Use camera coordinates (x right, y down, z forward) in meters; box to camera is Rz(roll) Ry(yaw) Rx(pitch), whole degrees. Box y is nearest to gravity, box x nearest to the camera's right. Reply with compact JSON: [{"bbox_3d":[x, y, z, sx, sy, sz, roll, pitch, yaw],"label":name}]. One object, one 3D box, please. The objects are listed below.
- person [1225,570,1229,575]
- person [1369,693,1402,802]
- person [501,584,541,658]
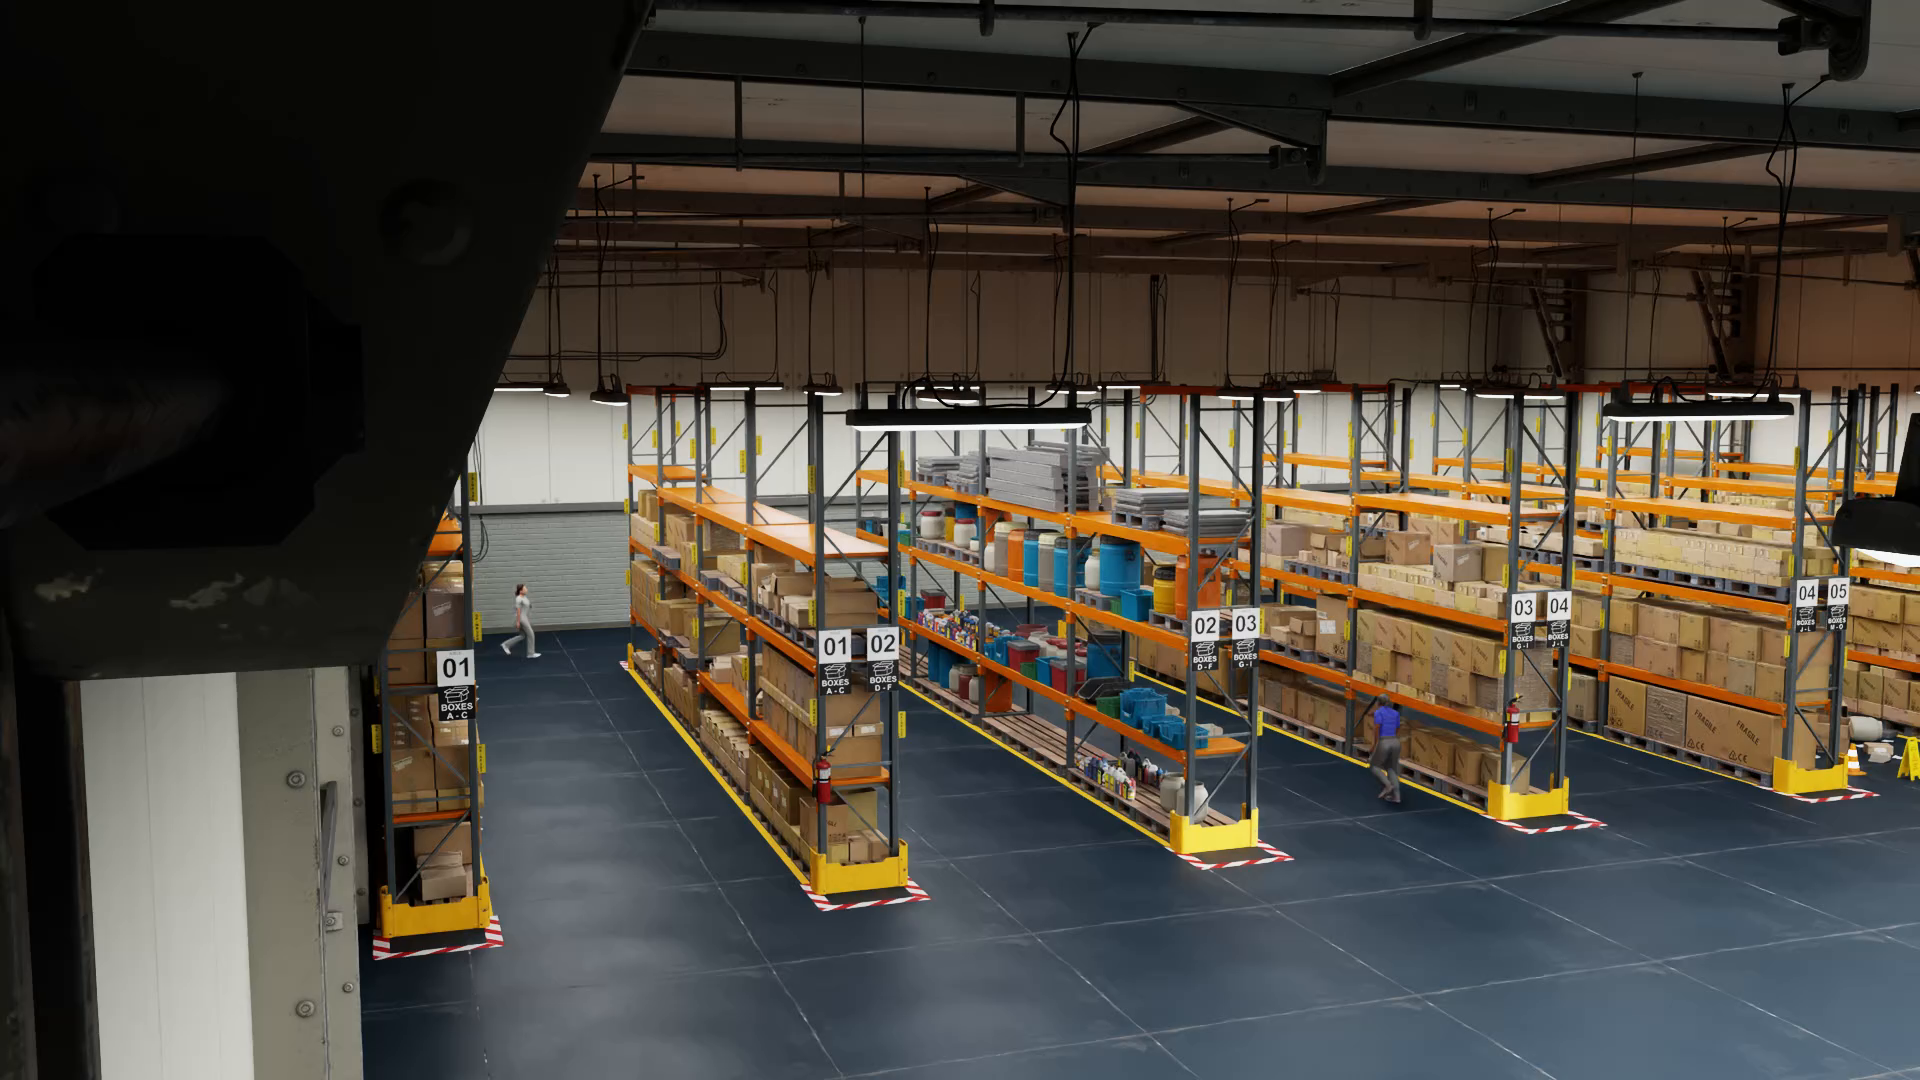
[{"bbox_3d":[6.272,1.504,38.938,0.715,1.637,0.715,-1,6,-7],"label":"person"},{"bbox_3d":[6.265,3.046,24.526,0.553,1.535,0.719,-2,6,-17],"label":"person"},{"bbox_3d":[-9.608,1.760,36.332,0.862,1.628,0.445,-1,6,-6],"label":"person"}]
